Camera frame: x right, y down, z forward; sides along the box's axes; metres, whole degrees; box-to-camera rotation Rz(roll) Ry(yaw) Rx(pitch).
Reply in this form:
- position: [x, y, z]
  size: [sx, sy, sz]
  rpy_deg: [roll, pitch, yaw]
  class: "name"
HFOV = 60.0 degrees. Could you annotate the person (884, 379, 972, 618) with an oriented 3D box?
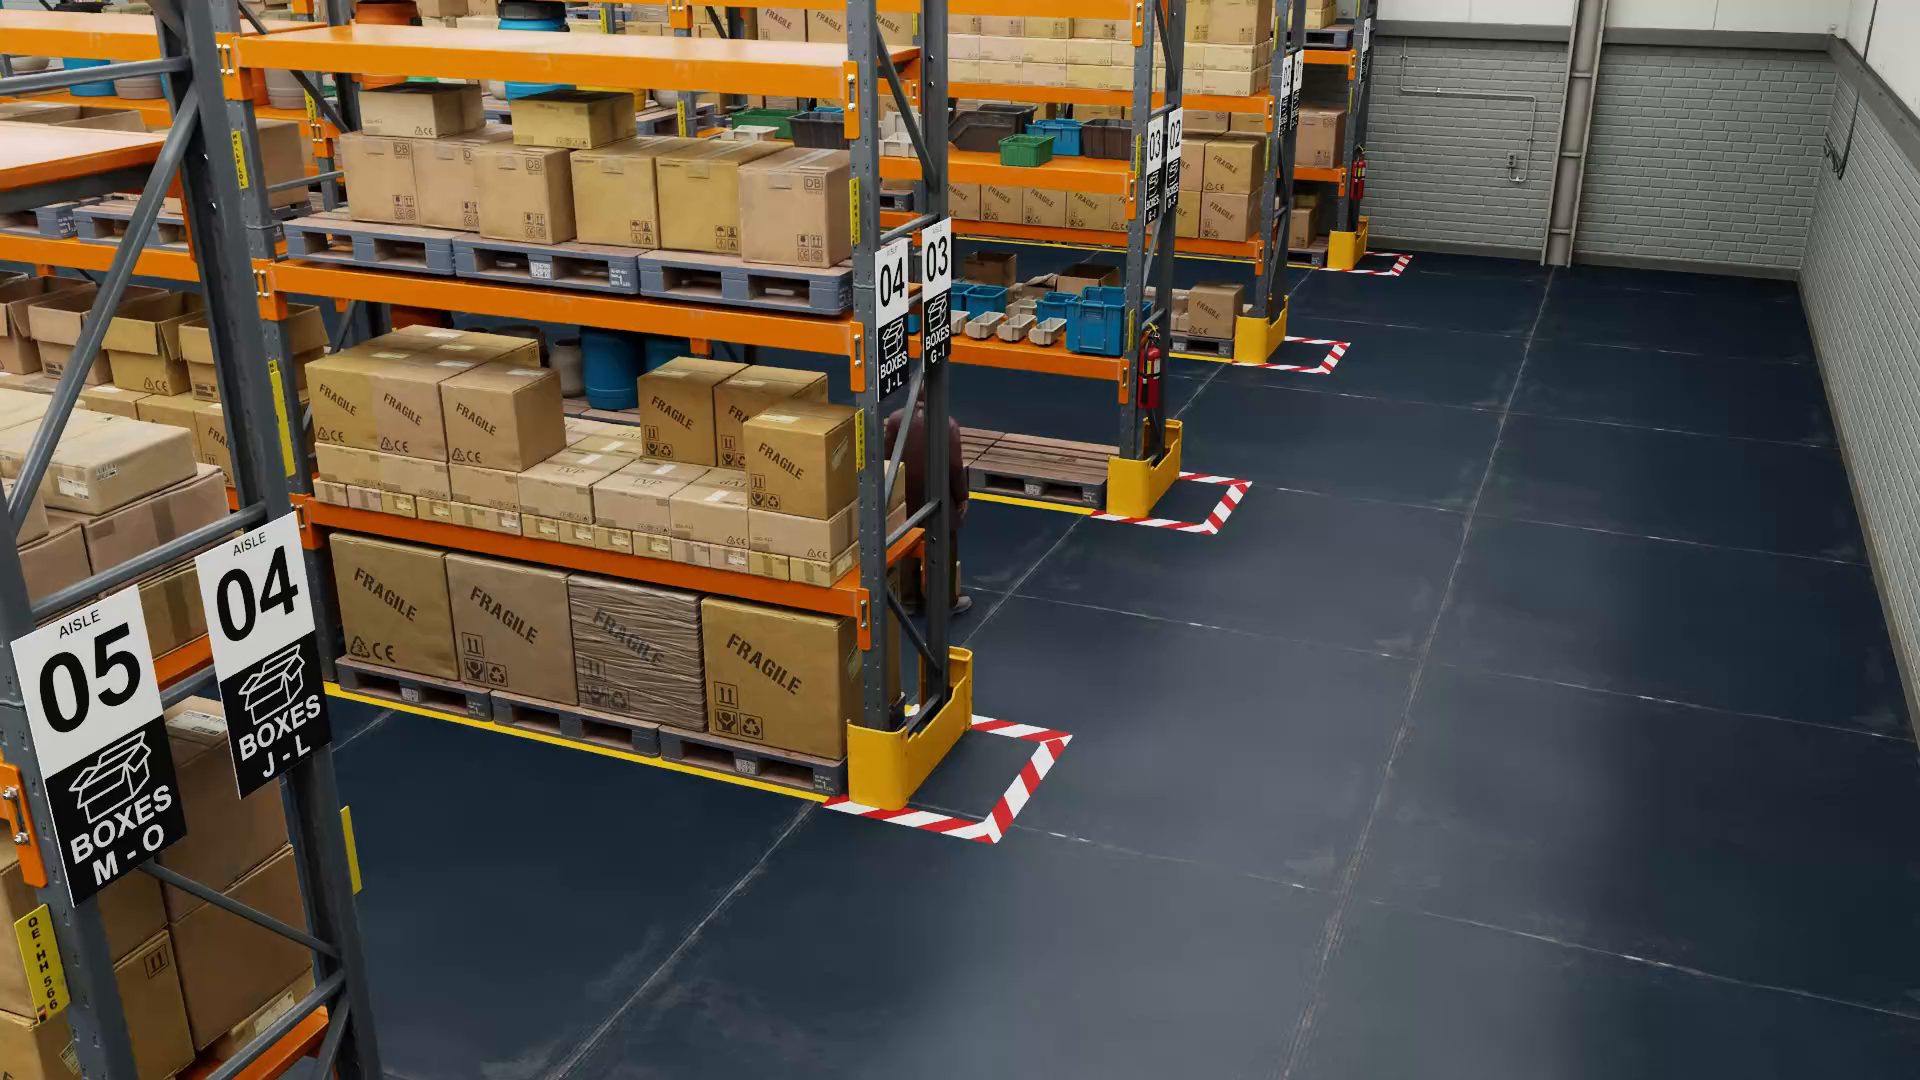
- position: [-0.237, -0.255, 11.763]
  size: [0.641, 1.648, 0.428]
  rpy_deg: [9, 24, 20]
  class: "person"
